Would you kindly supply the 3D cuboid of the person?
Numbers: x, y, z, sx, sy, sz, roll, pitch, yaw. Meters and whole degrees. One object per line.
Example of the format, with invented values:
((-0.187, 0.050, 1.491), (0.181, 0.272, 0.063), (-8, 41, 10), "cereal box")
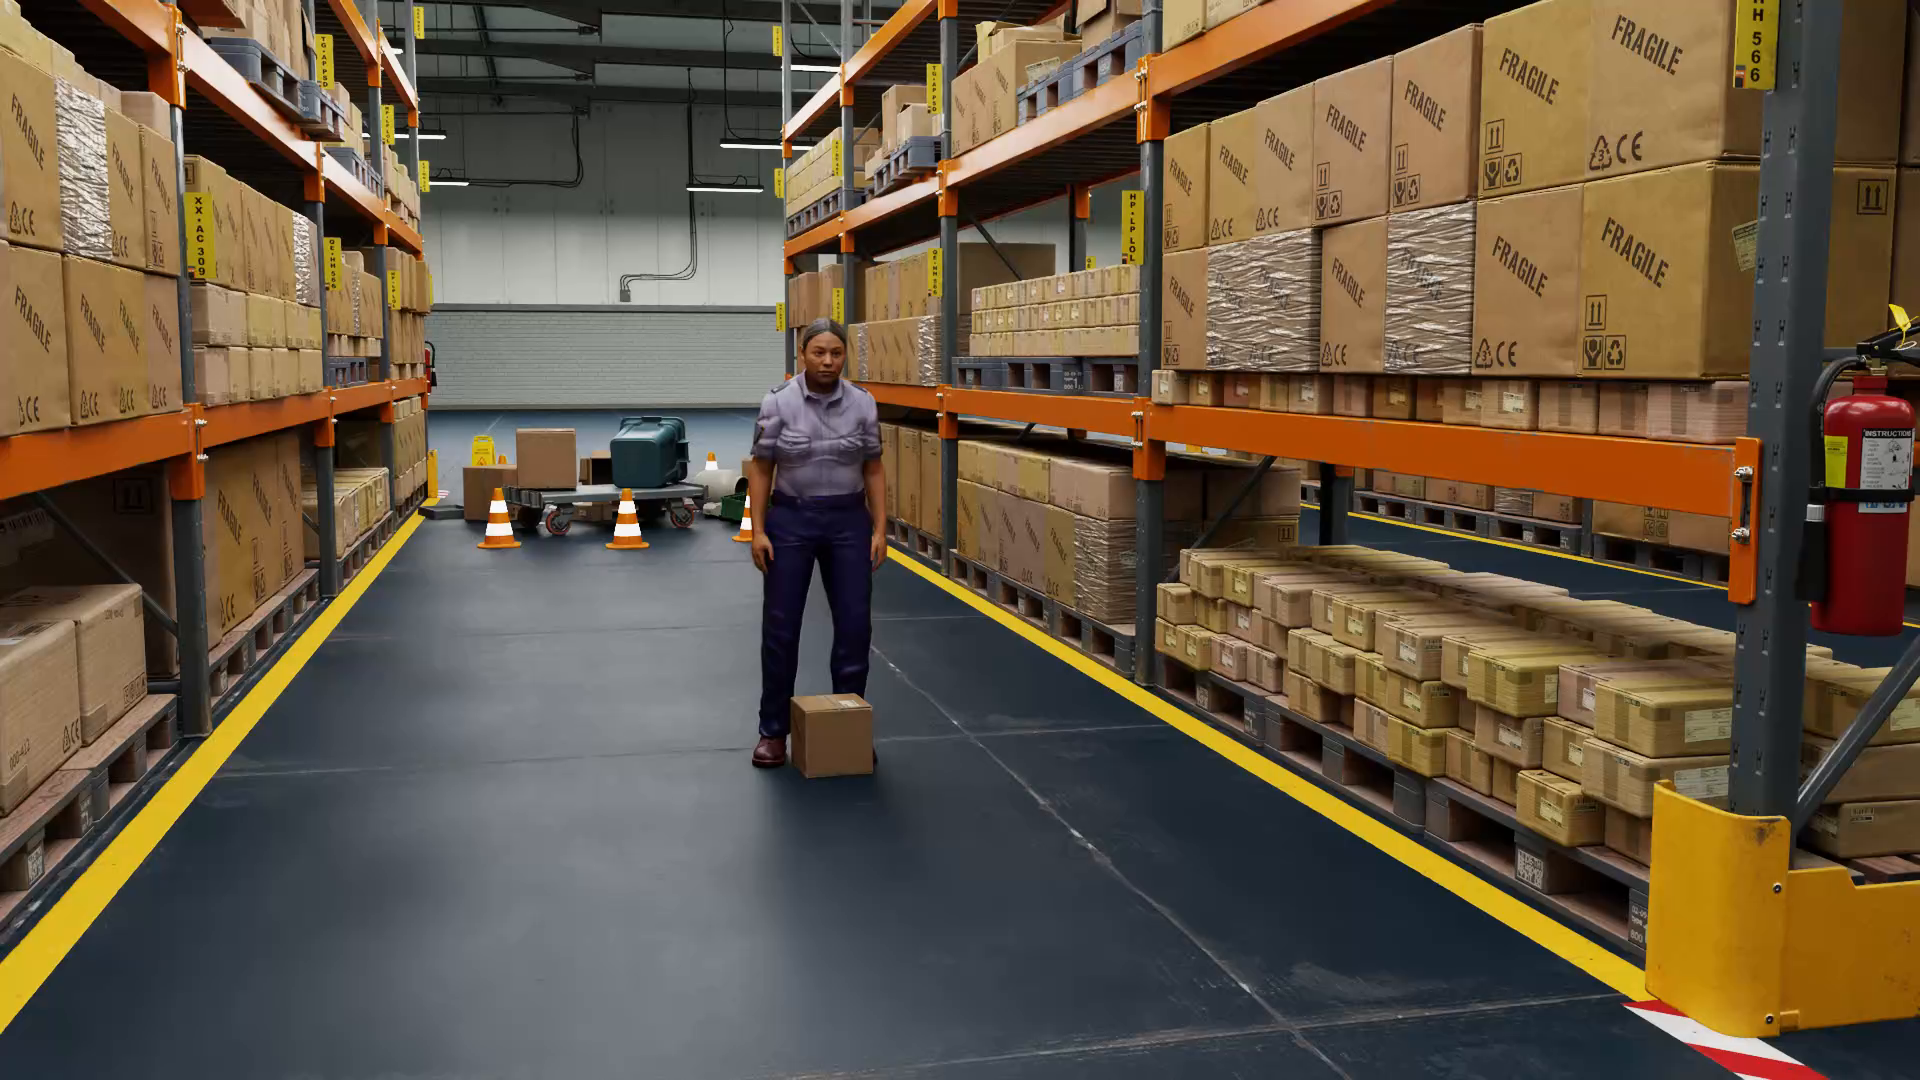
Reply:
((-0.531, 0.000, 6.238), (0.538, 1.648, 0.414), (-1, 6, -13), "person")
